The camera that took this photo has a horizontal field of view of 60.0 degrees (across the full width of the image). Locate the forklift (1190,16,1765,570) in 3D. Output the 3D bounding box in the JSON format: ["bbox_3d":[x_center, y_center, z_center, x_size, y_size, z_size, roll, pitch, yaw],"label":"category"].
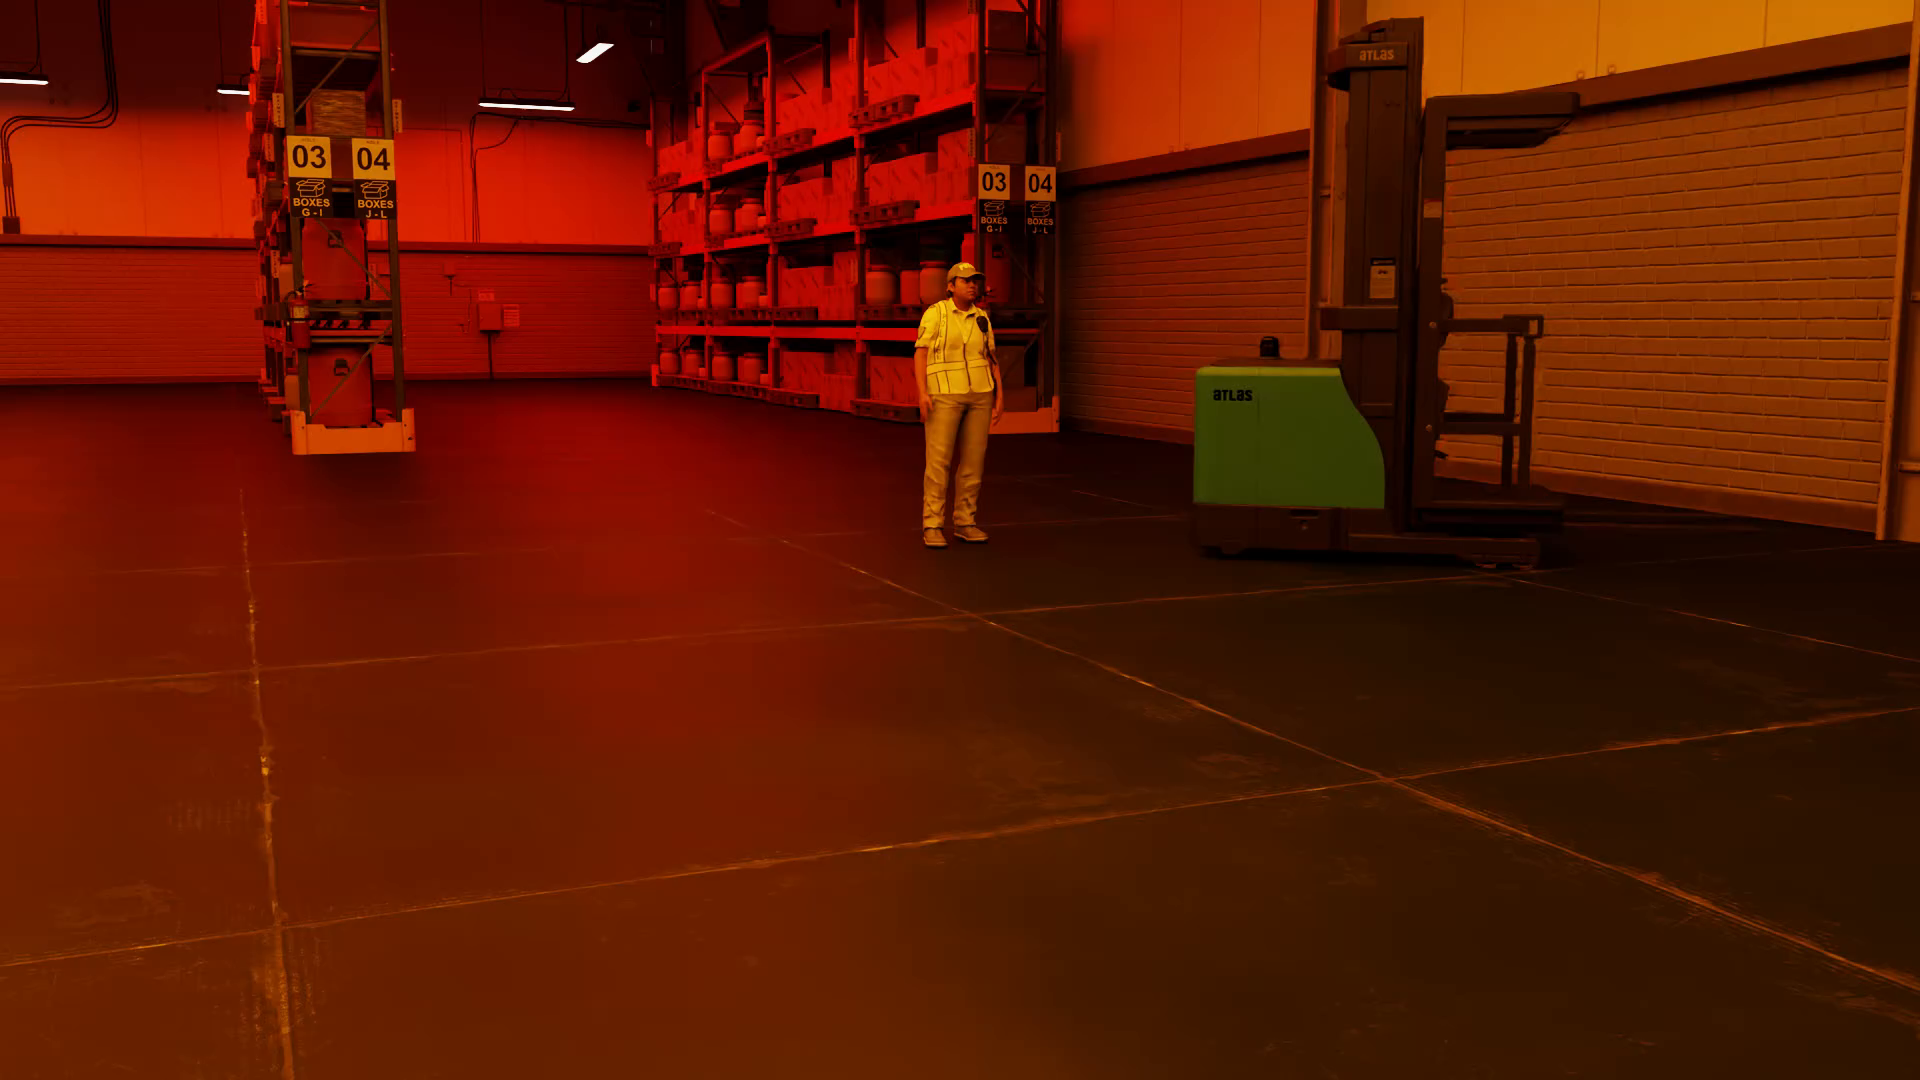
[{"bbox_3d":[2.876,-1.369,9.322,3.031,2.935,1.130,2,8,13],"label":"forklift"}]

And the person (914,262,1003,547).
[{"bbox_3d":[0.010,-0.822,9.965,0.598,1.670,0.529,-3,8,-23],"label":"person"}]
